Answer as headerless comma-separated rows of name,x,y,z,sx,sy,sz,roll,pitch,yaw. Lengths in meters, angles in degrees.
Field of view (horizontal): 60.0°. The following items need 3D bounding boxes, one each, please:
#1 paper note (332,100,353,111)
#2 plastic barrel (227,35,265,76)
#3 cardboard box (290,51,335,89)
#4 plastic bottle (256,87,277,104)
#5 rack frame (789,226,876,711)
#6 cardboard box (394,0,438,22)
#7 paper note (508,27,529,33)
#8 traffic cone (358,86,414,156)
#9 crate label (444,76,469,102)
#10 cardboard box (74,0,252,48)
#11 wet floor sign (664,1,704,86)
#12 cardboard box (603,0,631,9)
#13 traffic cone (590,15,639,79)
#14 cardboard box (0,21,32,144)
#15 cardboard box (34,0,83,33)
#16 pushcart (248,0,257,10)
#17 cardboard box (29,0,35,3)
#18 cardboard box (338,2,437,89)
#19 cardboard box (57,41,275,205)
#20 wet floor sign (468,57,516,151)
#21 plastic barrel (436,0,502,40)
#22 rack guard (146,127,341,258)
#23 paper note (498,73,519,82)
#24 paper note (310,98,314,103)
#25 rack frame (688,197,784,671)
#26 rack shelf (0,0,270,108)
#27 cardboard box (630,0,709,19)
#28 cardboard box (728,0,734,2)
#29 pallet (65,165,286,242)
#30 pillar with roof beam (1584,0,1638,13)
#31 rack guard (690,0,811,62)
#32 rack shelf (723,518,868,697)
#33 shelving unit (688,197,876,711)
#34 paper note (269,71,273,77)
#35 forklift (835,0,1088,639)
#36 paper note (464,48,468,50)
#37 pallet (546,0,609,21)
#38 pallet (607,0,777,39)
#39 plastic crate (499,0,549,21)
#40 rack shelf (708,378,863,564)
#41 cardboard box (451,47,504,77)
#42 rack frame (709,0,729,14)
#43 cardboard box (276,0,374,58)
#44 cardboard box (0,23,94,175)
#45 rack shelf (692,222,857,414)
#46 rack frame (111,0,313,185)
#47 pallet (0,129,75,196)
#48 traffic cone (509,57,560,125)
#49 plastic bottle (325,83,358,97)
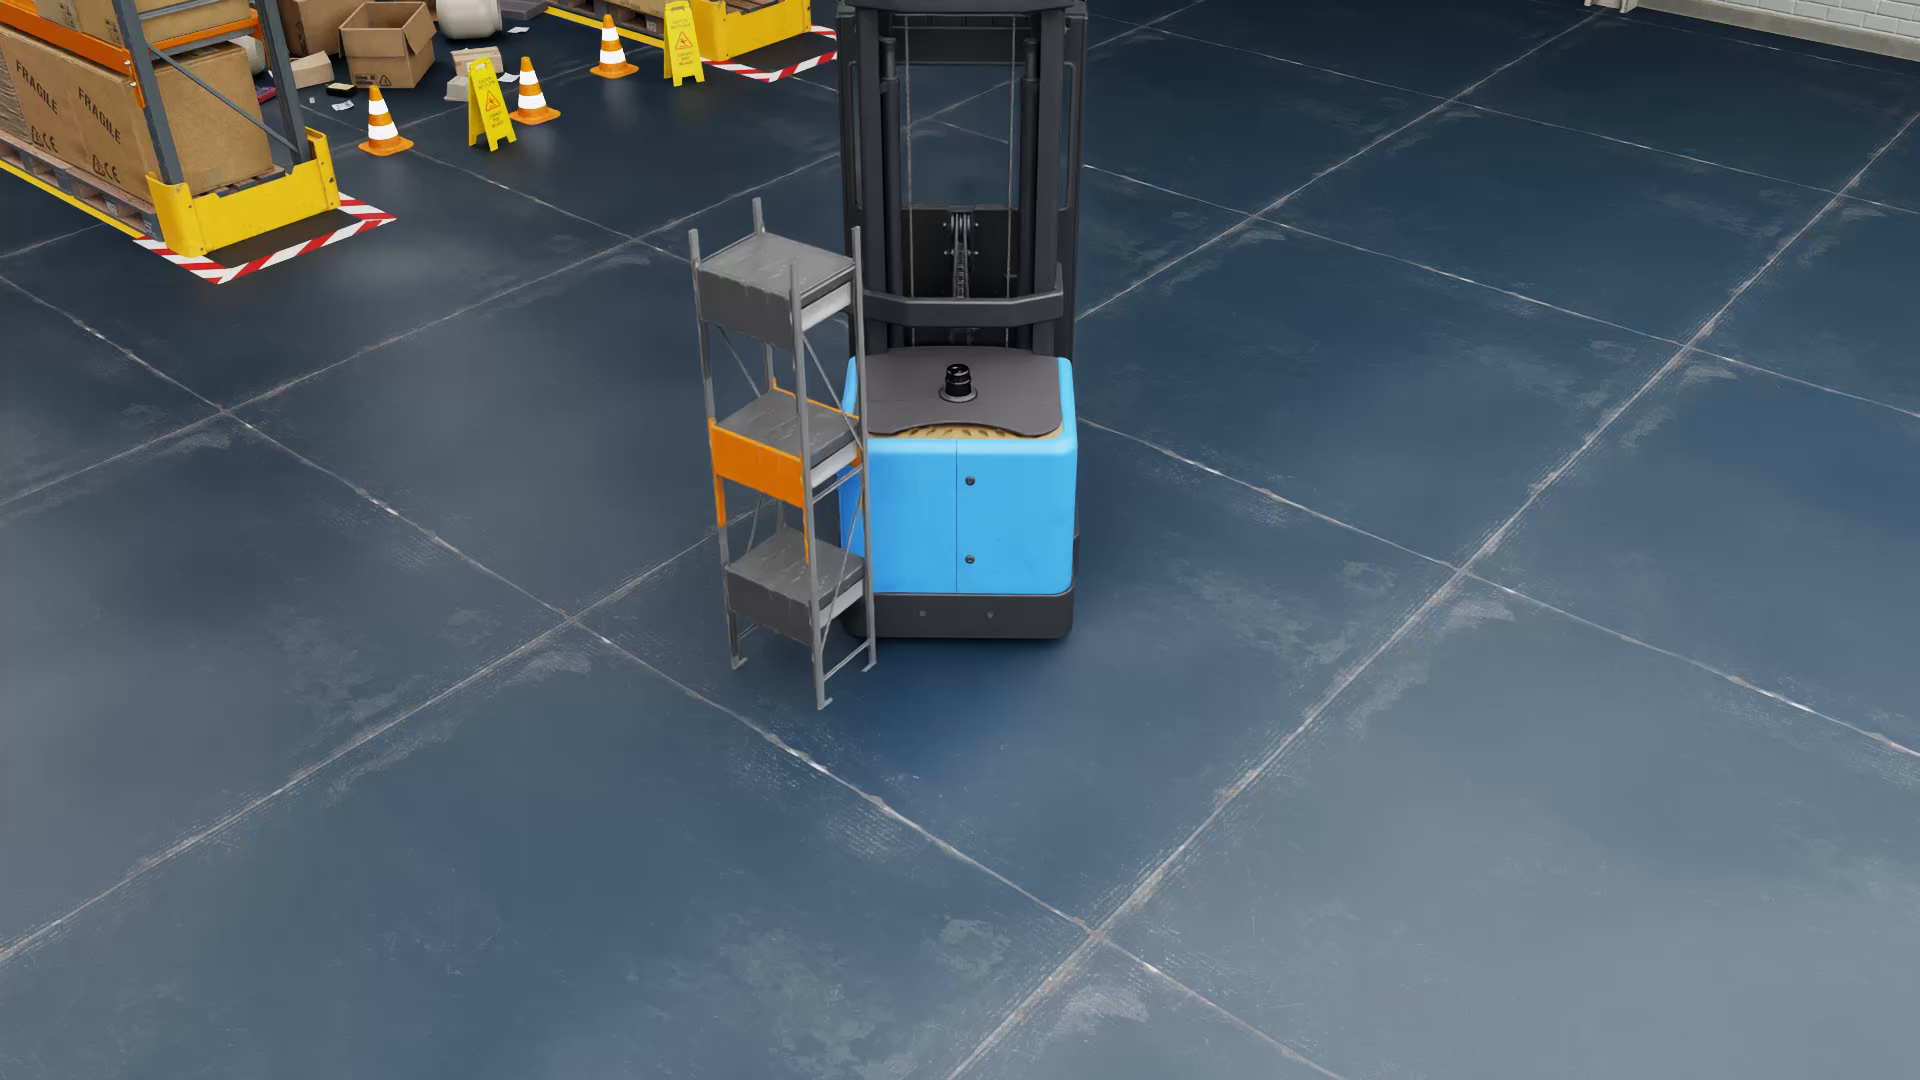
paper note,-4.930,-3.472,13.281,0.144,0.017,0.142,-18,38,-25
plastic barrel,-6.064,-4.049,13.772,0.512,0.421,0.421,-6,35,-8
cardboard box,-5.418,-3.906,13.703,0.396,0.266,0.258,-26,42,-32
plastic bottle,-5.623,-3.610,13.453,0.133,0.061,0.283,12,36,16
rack frame,-0.496,-0.222,6.718,0.015,2.100,0.400,21,40,28
cardboard box,-4.875,-5.035,15.138,0.500,0.500,0.500,-6,35,-8
paper note,-3.948,-4.570,14.878,0.148,0.019,0.142,12,36,16
traffic cone,-4.343,-3.170,12.457,0.334,0.463,0.336,25,42,32
crate label,-4.003,-3.662,13.461,0.298,0.136,0.250,6,35,8
cardboard box,-5.158,-3.582,10.684,0.550,0.550,0.875,25,42,32
wet floor sign,-2.293,-4.091,13.637,0.267,0.644,0.232,-18,38,-25
cardboard box,-2.941,-5.002,14.942,0.500,0.250,0.500,25,42,32
traffic cone,-2.910,-4.144,13.876,0.334,0.463,0.336,25,42,32
cardboard box,-6.784,-3.568,12.302,0.875,0.875,0.875,26,42,32
cardboard box,-5.594,-3.772,10.960,0.550,0.550,0.875,25,42,32
pushcart,-6.249,-4.953,15.130,0.936,0.377,1.648,12,36,16
cardboard box,-5.944,-4.029,11.335,0.550,0.550,0.875,25,42,32
cardboard box,-4.724,-4.101,13.778,0.637,0.503,0.797,0,34,0
cardboard box,-5.407,-2.920,11.358,0.875,0.875,0.875,26,42,32
wet floor sign,-3.554,-3.286,12.465,0.232,0.644,0.267,18,38,24
plastic barrel,-4.310,-4.623,14.608,0.512,0.421,0.421,-6,35,-8
rack guard,-4.825,-2.366,11.254,0.348,0.500,1.175,25,42,32
paper note,-3.754,-3.848,13.826,0.142,0.019,0.148,12,36,16
paper note,-5.222,-3.545,13.403,0.032,0.001,0.123,-12,36,-17
rack frame,-0.896,-0.380,6.948,0.015,2.100,0.400,21,40,28
rack shelf,-6.381,-3.833,11.818,4.000,0.370,1.077,25,42,32
cardboard box,-2.566,-4.820,14.676,0.500,0.250,0.500,25,42,32
cardboard box,-2.197,-5.048,15.009,0.500,0.250,0.500,25,42,31
pallet,-5.508,-2.512,11.721,1.213,0.211,1.003,25,42,32
pillar with roof beam,3.317,-6.828,10.243,0.400,9.000,9.100,25,42,32
rack guard,-1.813,-4.593,14.496,0.348,0.500,1.175,25,42,32
rack shelf,-0.696,0.287,7.237,0.480,0.518,0.431,21,40,28
shelving unit,-0.696,-0.301,6.833,0.503,2.100,0.431,21,40,28
paper note,-5.703,-3.931,13.955,0.172,0.023,0.155,-18,38,-25
forklift,0.011,-1.565,7.939,1.130,2.935,3.031,1,34,1
paper note,-4.311,-4.216,14.373,0.148,0.019,0.142,-18,38,-25
pallet,-3.348,-5.225,15.672,1.213,0.211,1.003,25,42,32
pallet,-2.414,-4.783,15.029,1.213,0.211,1.003,25,42,32
plastic crate,-4.146,-4.916,15.337,0.583,0.080,0.402,12,36,16
rack shelf,-0.696,-0.290,6.841,0.480,0.518,0.431,21,40,28
cardboard box,-4.053,-4.016,13.967,0.380,0.149,0.250,-12,36,-17
rack frame,-1.754,-5.596,13.748,0.127,3.000,1.000,25,42,32
cardboard box,-5.448,-4.492,14.227,0.503,0.637,0.797,25,42,32
cardboard box,-6.085,-3.237,11.820,0.875,0.875,0.875,25,41,31
rack shelf,-0.696,-0.867,6.445,0.480,0.518,0.431,21,40,28
rack frame,-4.844,-3.405,10.559,0.127,3.000,1.000,25,42,32
pallet,-6.442,-2.954,12.364,1.213,0.211,1.003,25,42,32
traffic cone,-3.359,-3.538,12.994,0.334,0.463,0.336,25,42,32
plastic bottle,-5.062,-3.668,13.538,0.283,0.061,0.133,12,36,16
